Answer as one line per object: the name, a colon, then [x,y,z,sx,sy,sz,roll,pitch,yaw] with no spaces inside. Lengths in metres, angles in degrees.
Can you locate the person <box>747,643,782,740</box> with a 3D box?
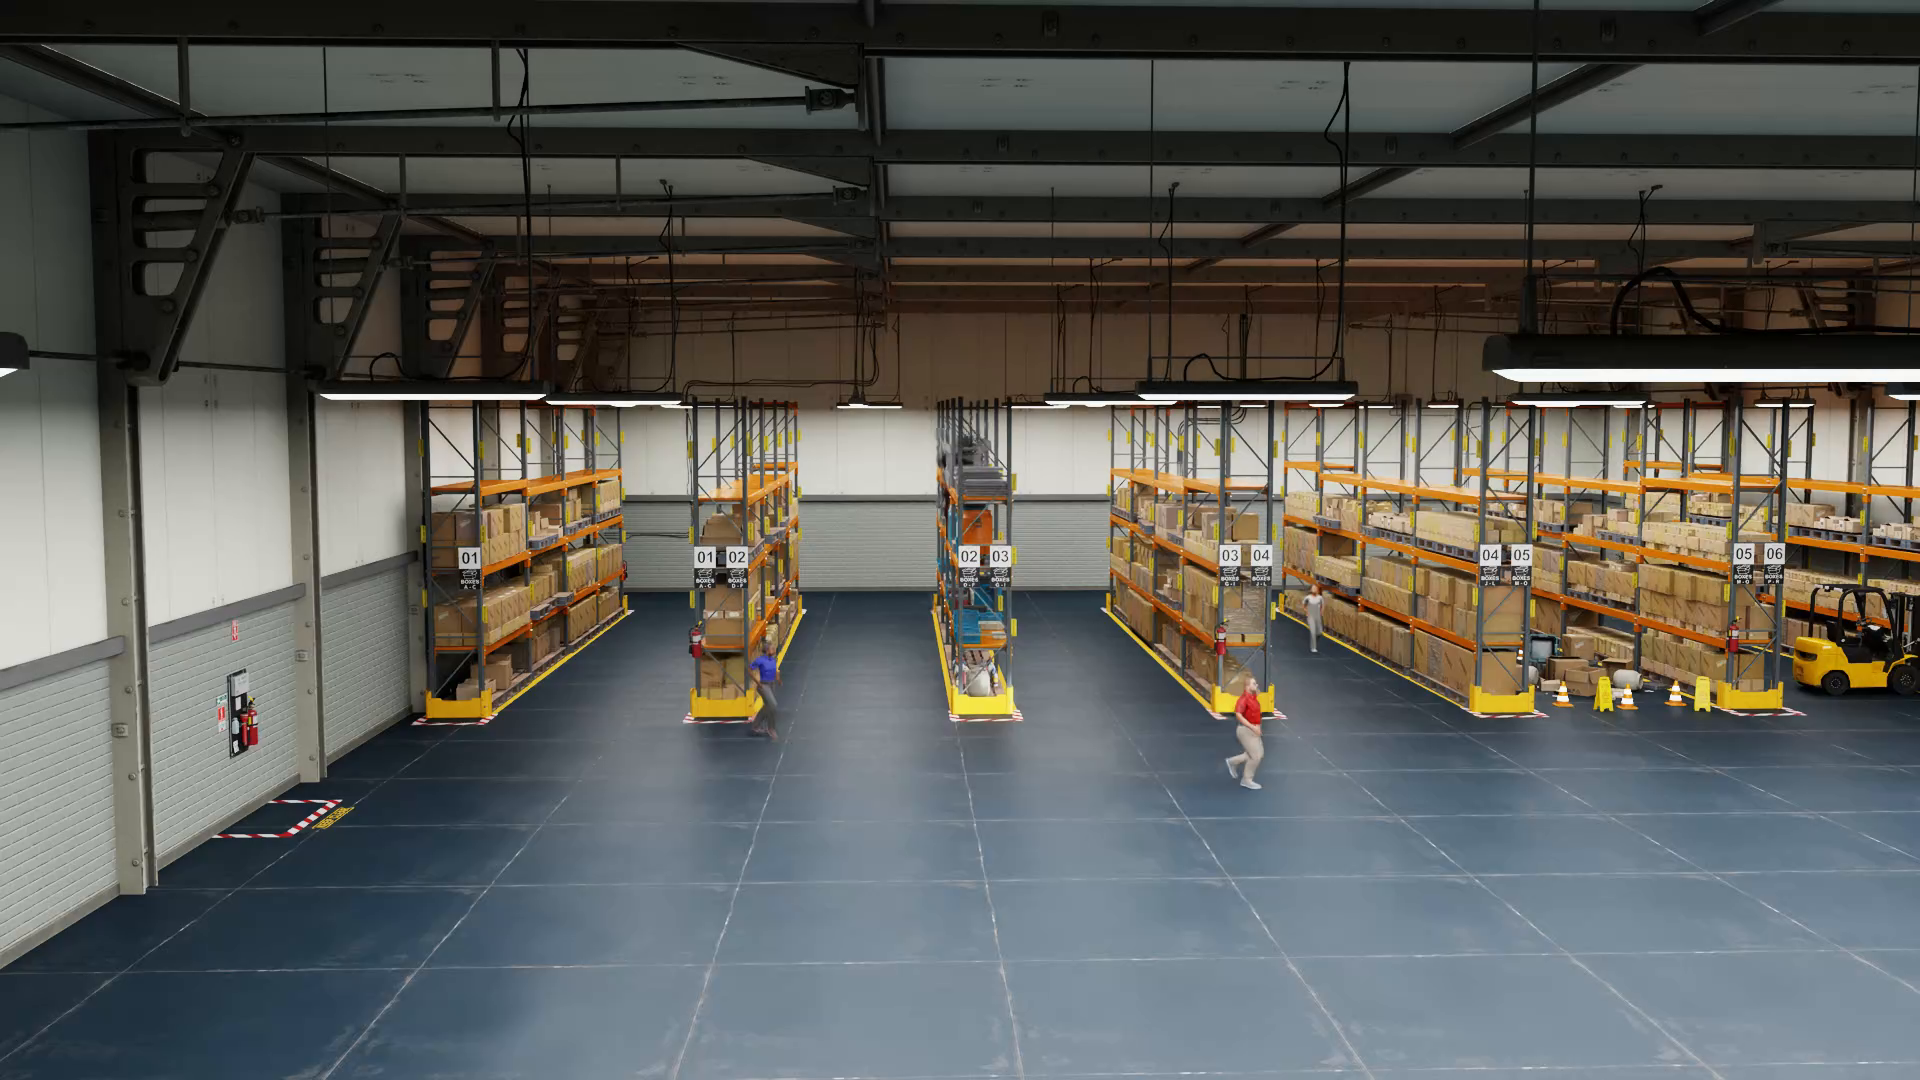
person: [-3.419,2.653,29.311,0.700,1.697,0.581,3,5,30]

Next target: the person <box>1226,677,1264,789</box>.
person: [4.369,2.930,25.386,0.574,1.678,0.695,2,5,24]

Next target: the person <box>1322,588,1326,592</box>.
person: [10.570,1.128,48.844,0.651,1.651,0.542,-3,5,-35]

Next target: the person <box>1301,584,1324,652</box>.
person: [8.413,1.976,39.629,0.561,1.365,0.594,0,4,-3]
